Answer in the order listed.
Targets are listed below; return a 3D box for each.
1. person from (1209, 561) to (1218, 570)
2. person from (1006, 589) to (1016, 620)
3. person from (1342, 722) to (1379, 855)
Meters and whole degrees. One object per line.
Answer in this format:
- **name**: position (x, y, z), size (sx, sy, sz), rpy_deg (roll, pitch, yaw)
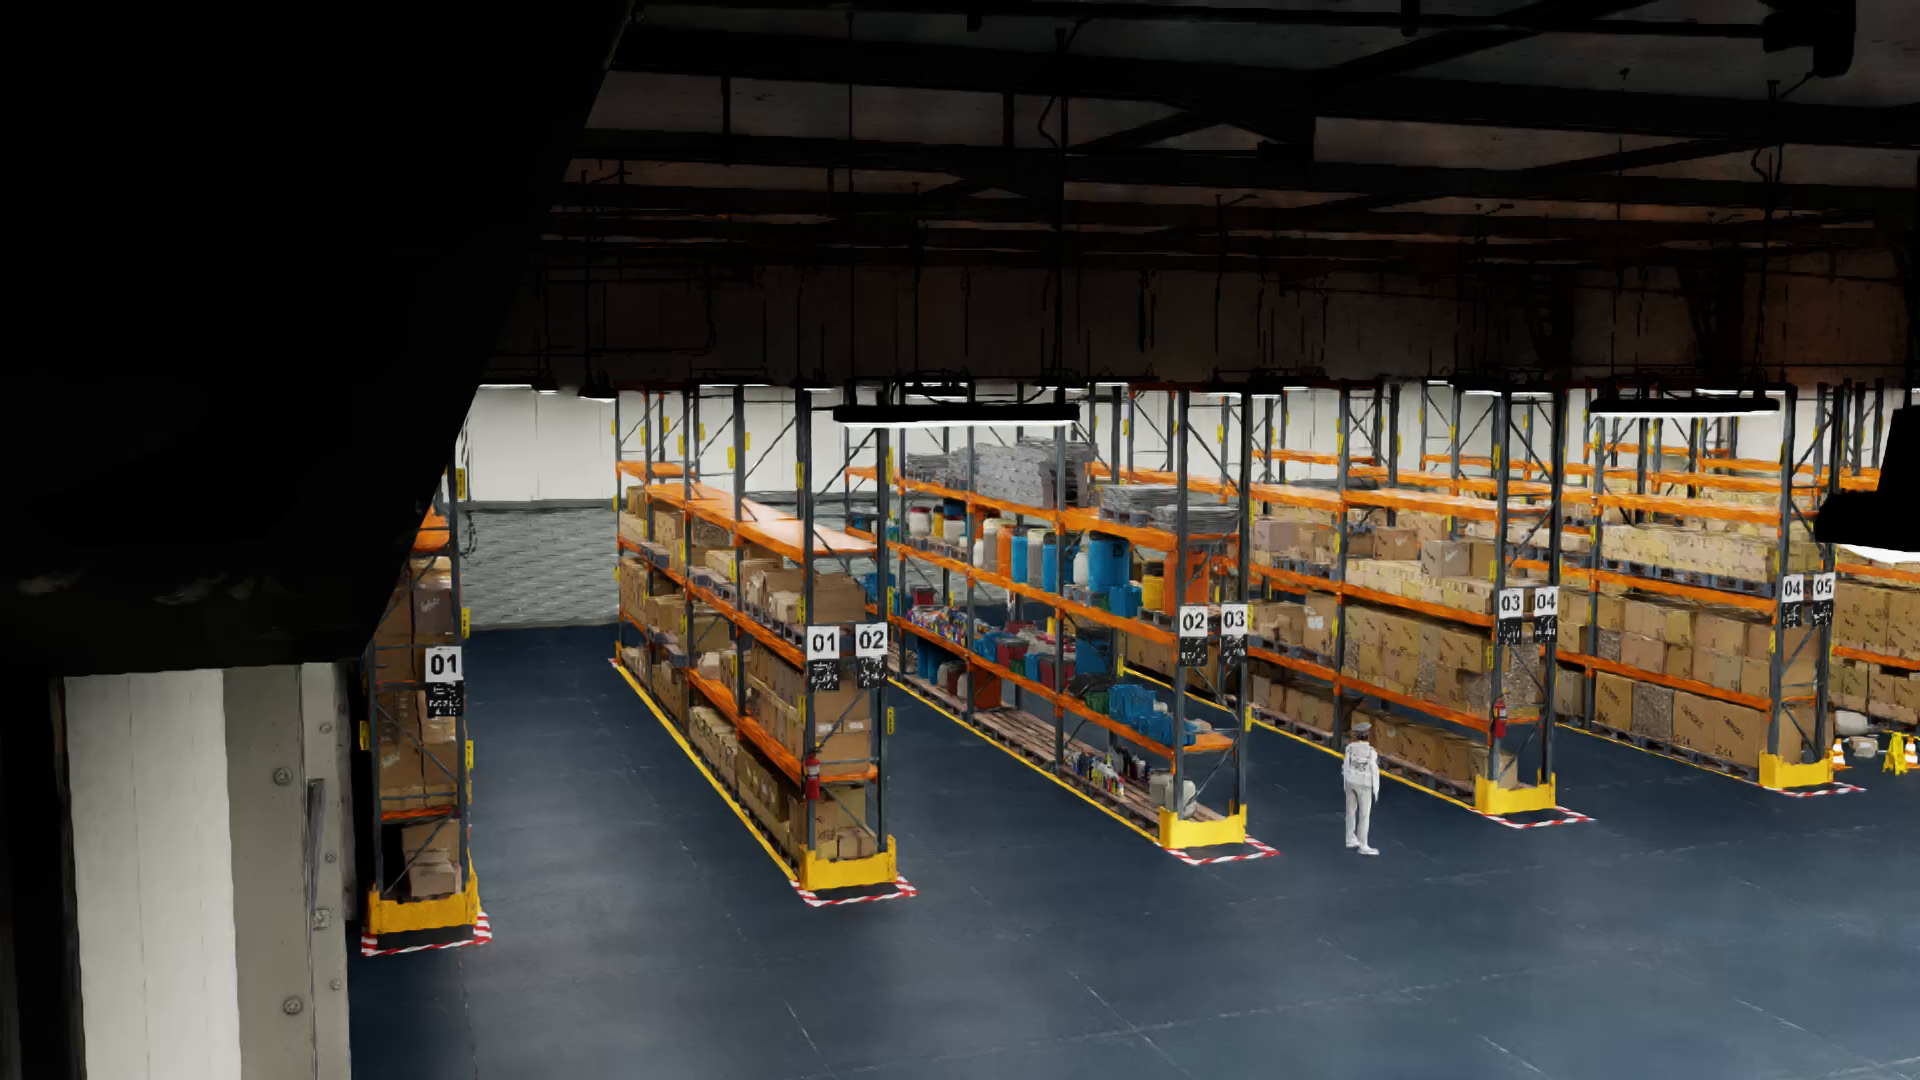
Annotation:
- **person**: position (6.255, 1.191, 41.313), size (0.458, 1.543, 0.872), rpy_deg (1, 6, 10)
- **person**: position (1.185, 1.413, 38.006), size (0.578, 1.783, 0.656), rpy_deg (1, 6, 7)
- **person**: position (5.220, 3.202, 21.597), size (0.553, 1.684, 0.433), rpy_deg (6, 8, 44)
